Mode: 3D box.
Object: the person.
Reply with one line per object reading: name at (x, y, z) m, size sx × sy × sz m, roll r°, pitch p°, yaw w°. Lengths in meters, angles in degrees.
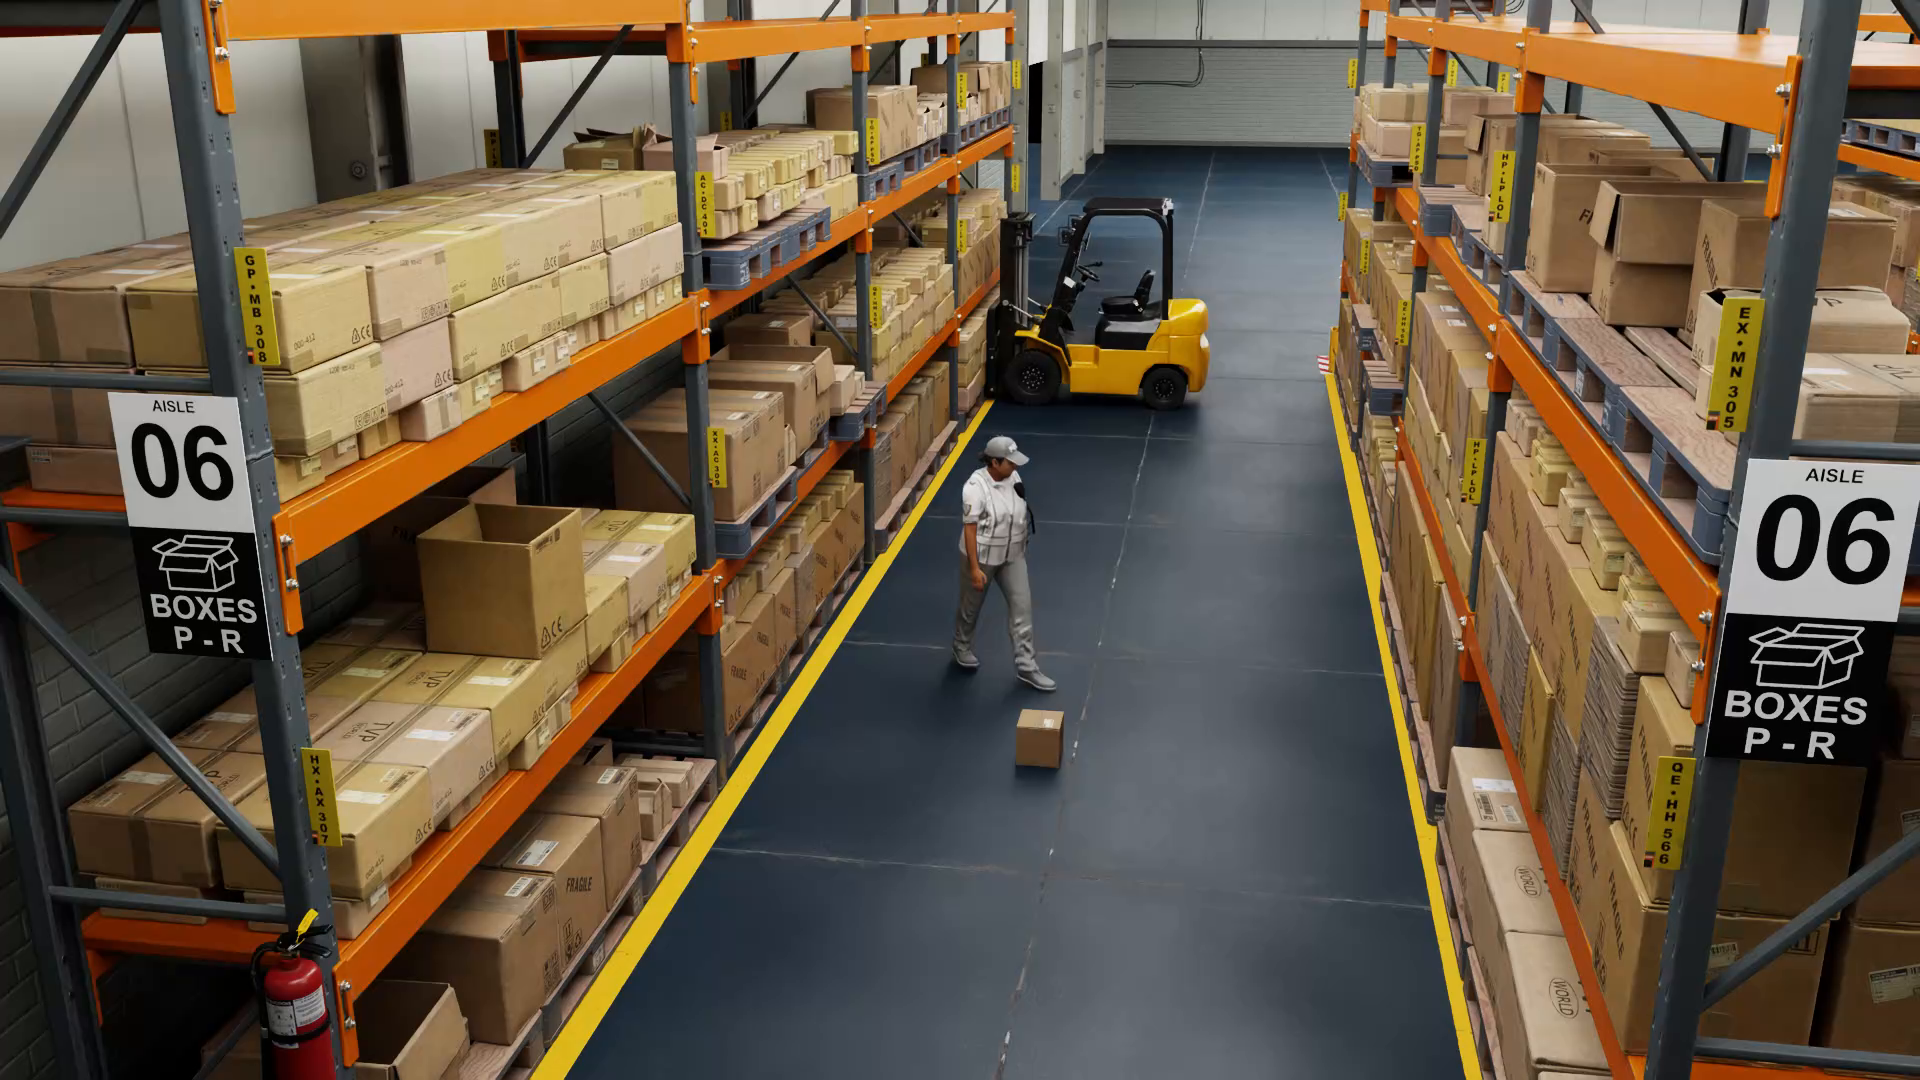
person at (0.226, 0.115, 10.675) m, size 0.490 × 1.629 × 0.854 m, roll -10°, pitch 21°, yaw -28°
